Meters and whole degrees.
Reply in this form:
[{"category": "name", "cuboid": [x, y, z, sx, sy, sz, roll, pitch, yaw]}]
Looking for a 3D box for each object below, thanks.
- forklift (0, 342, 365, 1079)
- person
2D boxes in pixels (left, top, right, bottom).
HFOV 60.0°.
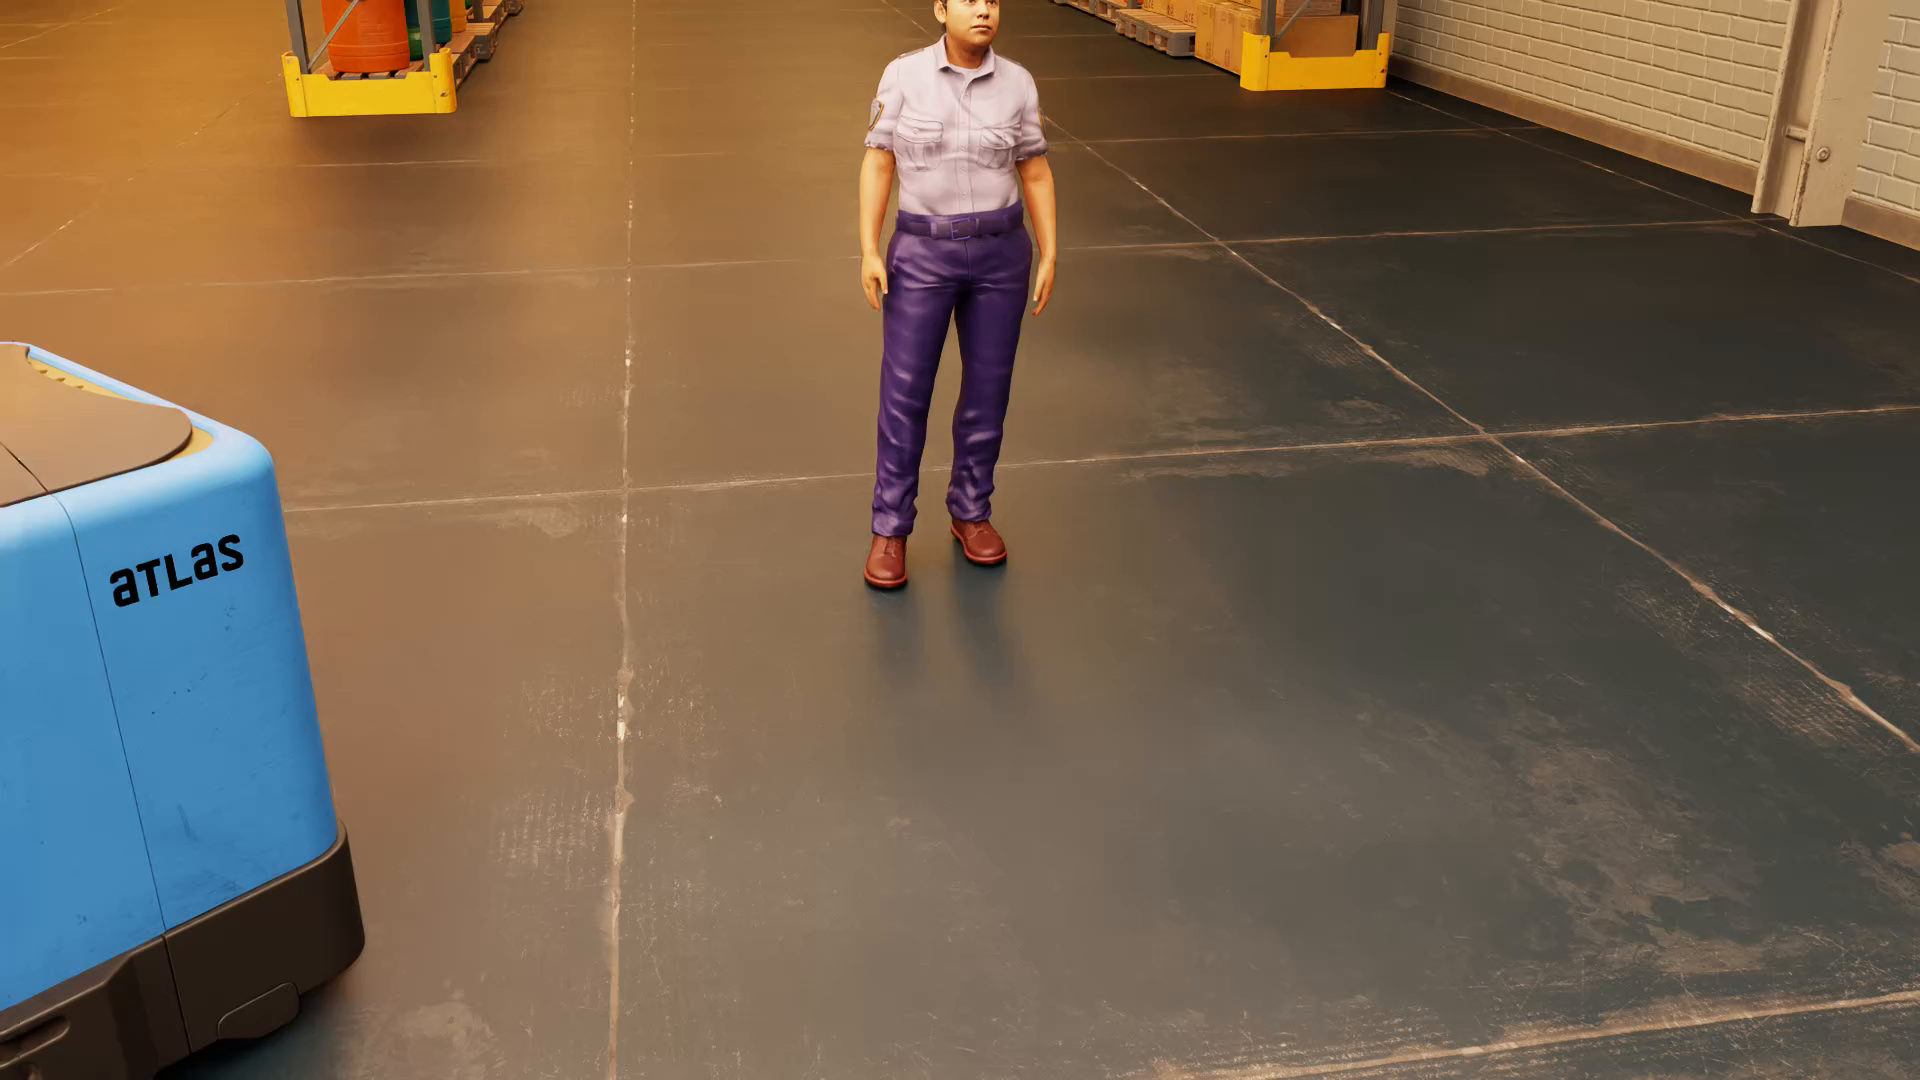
[{"category": "forklift", "cuboid": [-2.432, -0.193, 1.772, 1.130, 2.935, 3.031, 18, 29, 36]}, {"category": "person", "cuboid": [-0.007, -0.727, 4.613, 0.599, 1.650, 0.503, -4, 24, -9]}]
